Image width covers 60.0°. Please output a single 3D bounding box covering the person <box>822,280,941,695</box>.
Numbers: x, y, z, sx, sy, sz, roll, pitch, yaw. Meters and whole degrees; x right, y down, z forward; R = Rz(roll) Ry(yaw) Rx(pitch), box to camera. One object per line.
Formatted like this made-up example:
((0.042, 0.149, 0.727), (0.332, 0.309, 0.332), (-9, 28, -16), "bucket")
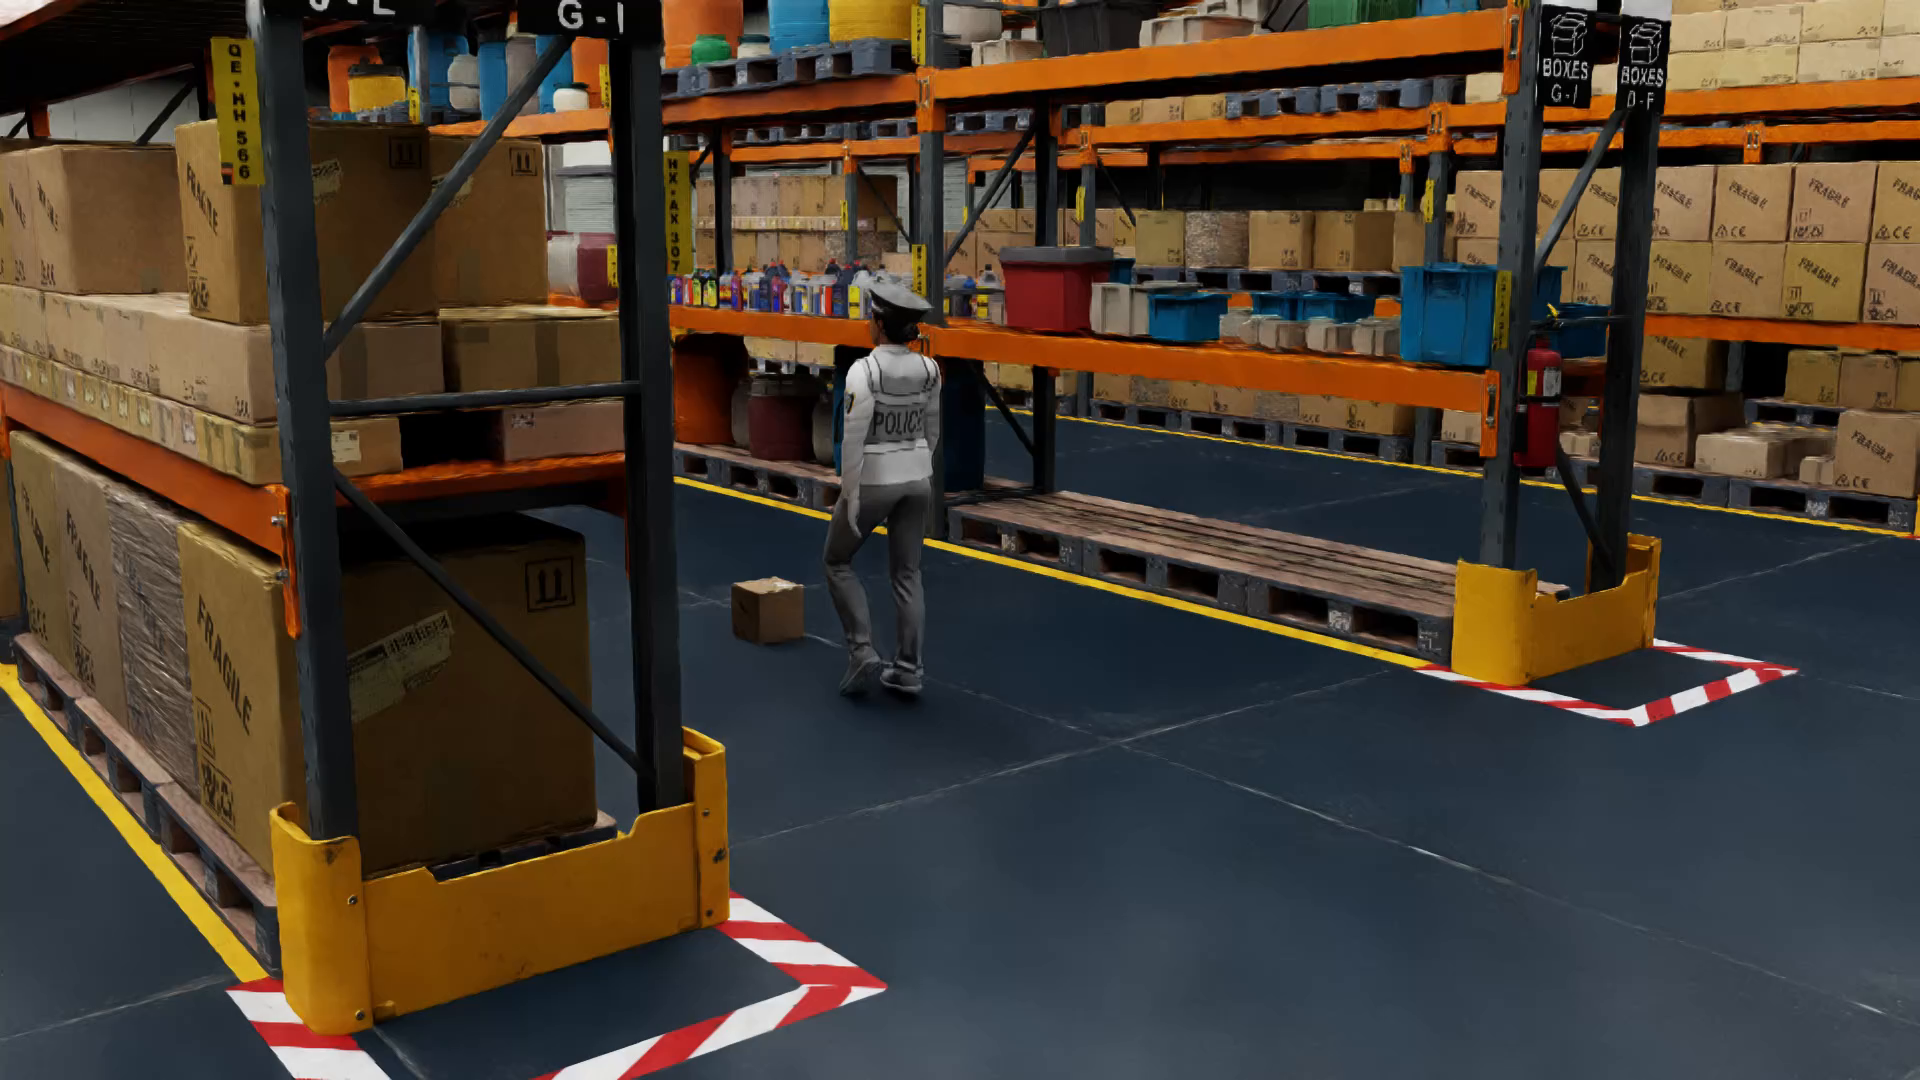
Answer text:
((-0.312, -0.191, 6.814), (0.501, 1.726, 0.449), (-6, 13, -30), "person")
